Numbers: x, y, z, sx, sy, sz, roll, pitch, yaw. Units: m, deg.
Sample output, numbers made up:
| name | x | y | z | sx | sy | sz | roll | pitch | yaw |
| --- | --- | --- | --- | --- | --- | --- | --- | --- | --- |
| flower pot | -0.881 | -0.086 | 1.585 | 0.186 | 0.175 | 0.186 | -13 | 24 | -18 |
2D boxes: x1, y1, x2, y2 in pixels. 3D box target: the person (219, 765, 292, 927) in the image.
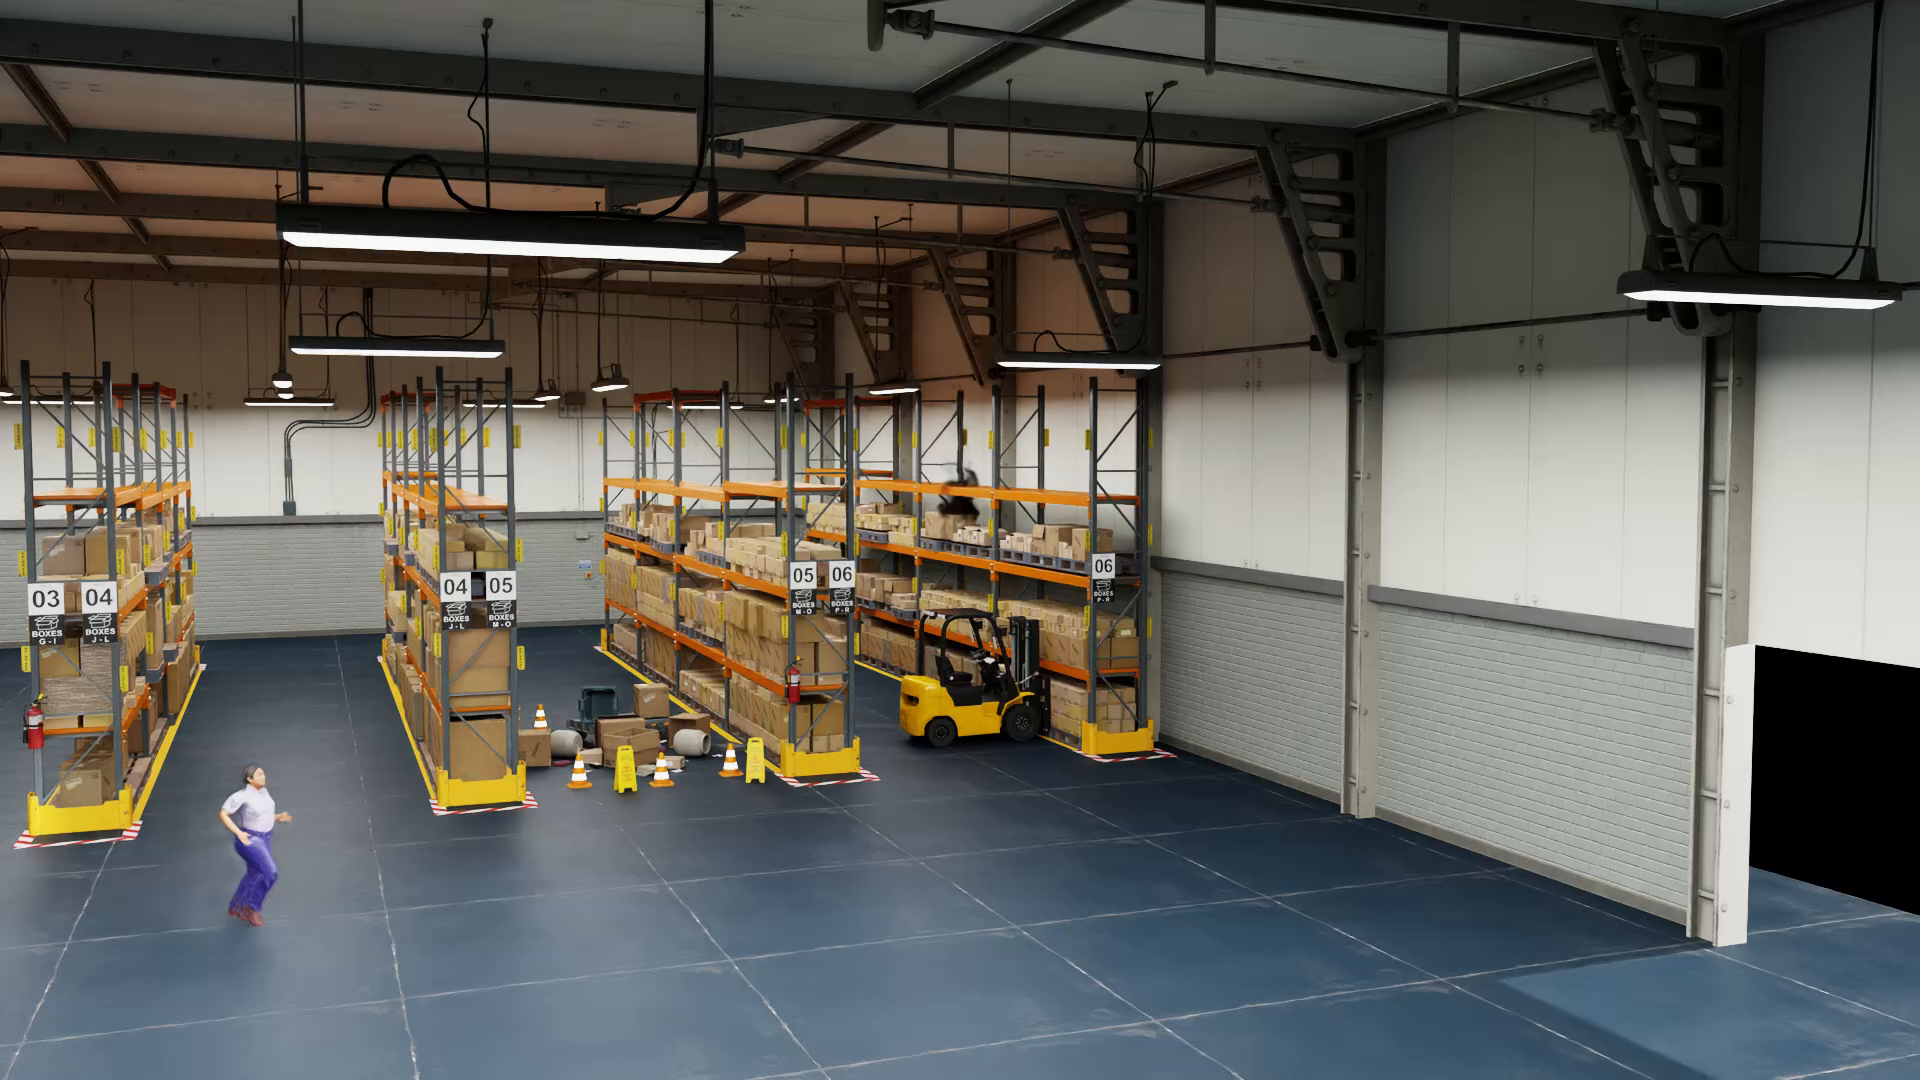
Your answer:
| name | x | y | z | sx | sy | sz | roll | pitch | yaw |
| --- | --- | --- | --- | --- | --- | --- | --- | --- | --- |
| person | -7.286 | 3.160 | 17.217 | 0.693 | 1.668 | 0.579 | 0 | 3 | 3 |
